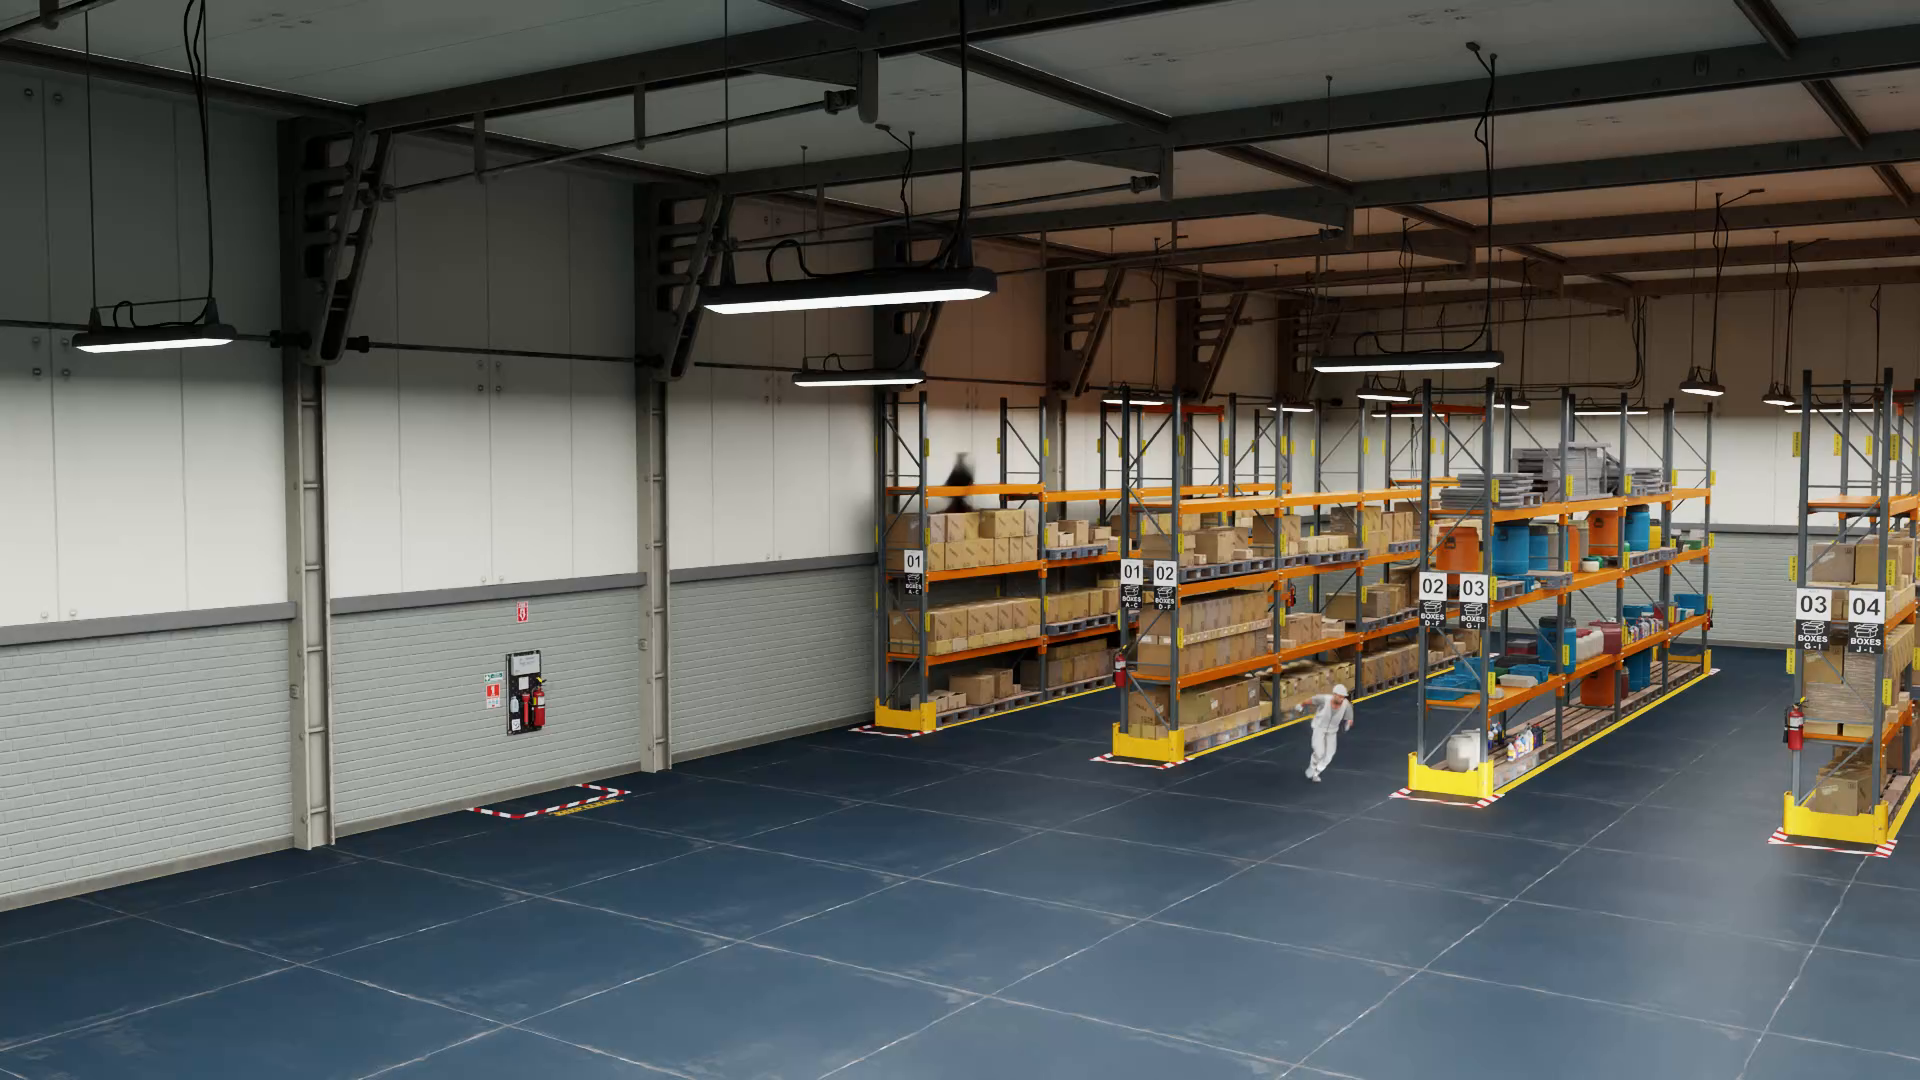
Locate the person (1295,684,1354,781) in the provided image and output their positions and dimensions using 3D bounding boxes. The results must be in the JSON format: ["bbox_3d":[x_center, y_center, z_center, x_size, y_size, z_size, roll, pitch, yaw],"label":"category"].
[{"bbox_3d":[5.428,2.854,24.588,0.706,1.532,0.997,0,3,-6],"label":"person"}]
